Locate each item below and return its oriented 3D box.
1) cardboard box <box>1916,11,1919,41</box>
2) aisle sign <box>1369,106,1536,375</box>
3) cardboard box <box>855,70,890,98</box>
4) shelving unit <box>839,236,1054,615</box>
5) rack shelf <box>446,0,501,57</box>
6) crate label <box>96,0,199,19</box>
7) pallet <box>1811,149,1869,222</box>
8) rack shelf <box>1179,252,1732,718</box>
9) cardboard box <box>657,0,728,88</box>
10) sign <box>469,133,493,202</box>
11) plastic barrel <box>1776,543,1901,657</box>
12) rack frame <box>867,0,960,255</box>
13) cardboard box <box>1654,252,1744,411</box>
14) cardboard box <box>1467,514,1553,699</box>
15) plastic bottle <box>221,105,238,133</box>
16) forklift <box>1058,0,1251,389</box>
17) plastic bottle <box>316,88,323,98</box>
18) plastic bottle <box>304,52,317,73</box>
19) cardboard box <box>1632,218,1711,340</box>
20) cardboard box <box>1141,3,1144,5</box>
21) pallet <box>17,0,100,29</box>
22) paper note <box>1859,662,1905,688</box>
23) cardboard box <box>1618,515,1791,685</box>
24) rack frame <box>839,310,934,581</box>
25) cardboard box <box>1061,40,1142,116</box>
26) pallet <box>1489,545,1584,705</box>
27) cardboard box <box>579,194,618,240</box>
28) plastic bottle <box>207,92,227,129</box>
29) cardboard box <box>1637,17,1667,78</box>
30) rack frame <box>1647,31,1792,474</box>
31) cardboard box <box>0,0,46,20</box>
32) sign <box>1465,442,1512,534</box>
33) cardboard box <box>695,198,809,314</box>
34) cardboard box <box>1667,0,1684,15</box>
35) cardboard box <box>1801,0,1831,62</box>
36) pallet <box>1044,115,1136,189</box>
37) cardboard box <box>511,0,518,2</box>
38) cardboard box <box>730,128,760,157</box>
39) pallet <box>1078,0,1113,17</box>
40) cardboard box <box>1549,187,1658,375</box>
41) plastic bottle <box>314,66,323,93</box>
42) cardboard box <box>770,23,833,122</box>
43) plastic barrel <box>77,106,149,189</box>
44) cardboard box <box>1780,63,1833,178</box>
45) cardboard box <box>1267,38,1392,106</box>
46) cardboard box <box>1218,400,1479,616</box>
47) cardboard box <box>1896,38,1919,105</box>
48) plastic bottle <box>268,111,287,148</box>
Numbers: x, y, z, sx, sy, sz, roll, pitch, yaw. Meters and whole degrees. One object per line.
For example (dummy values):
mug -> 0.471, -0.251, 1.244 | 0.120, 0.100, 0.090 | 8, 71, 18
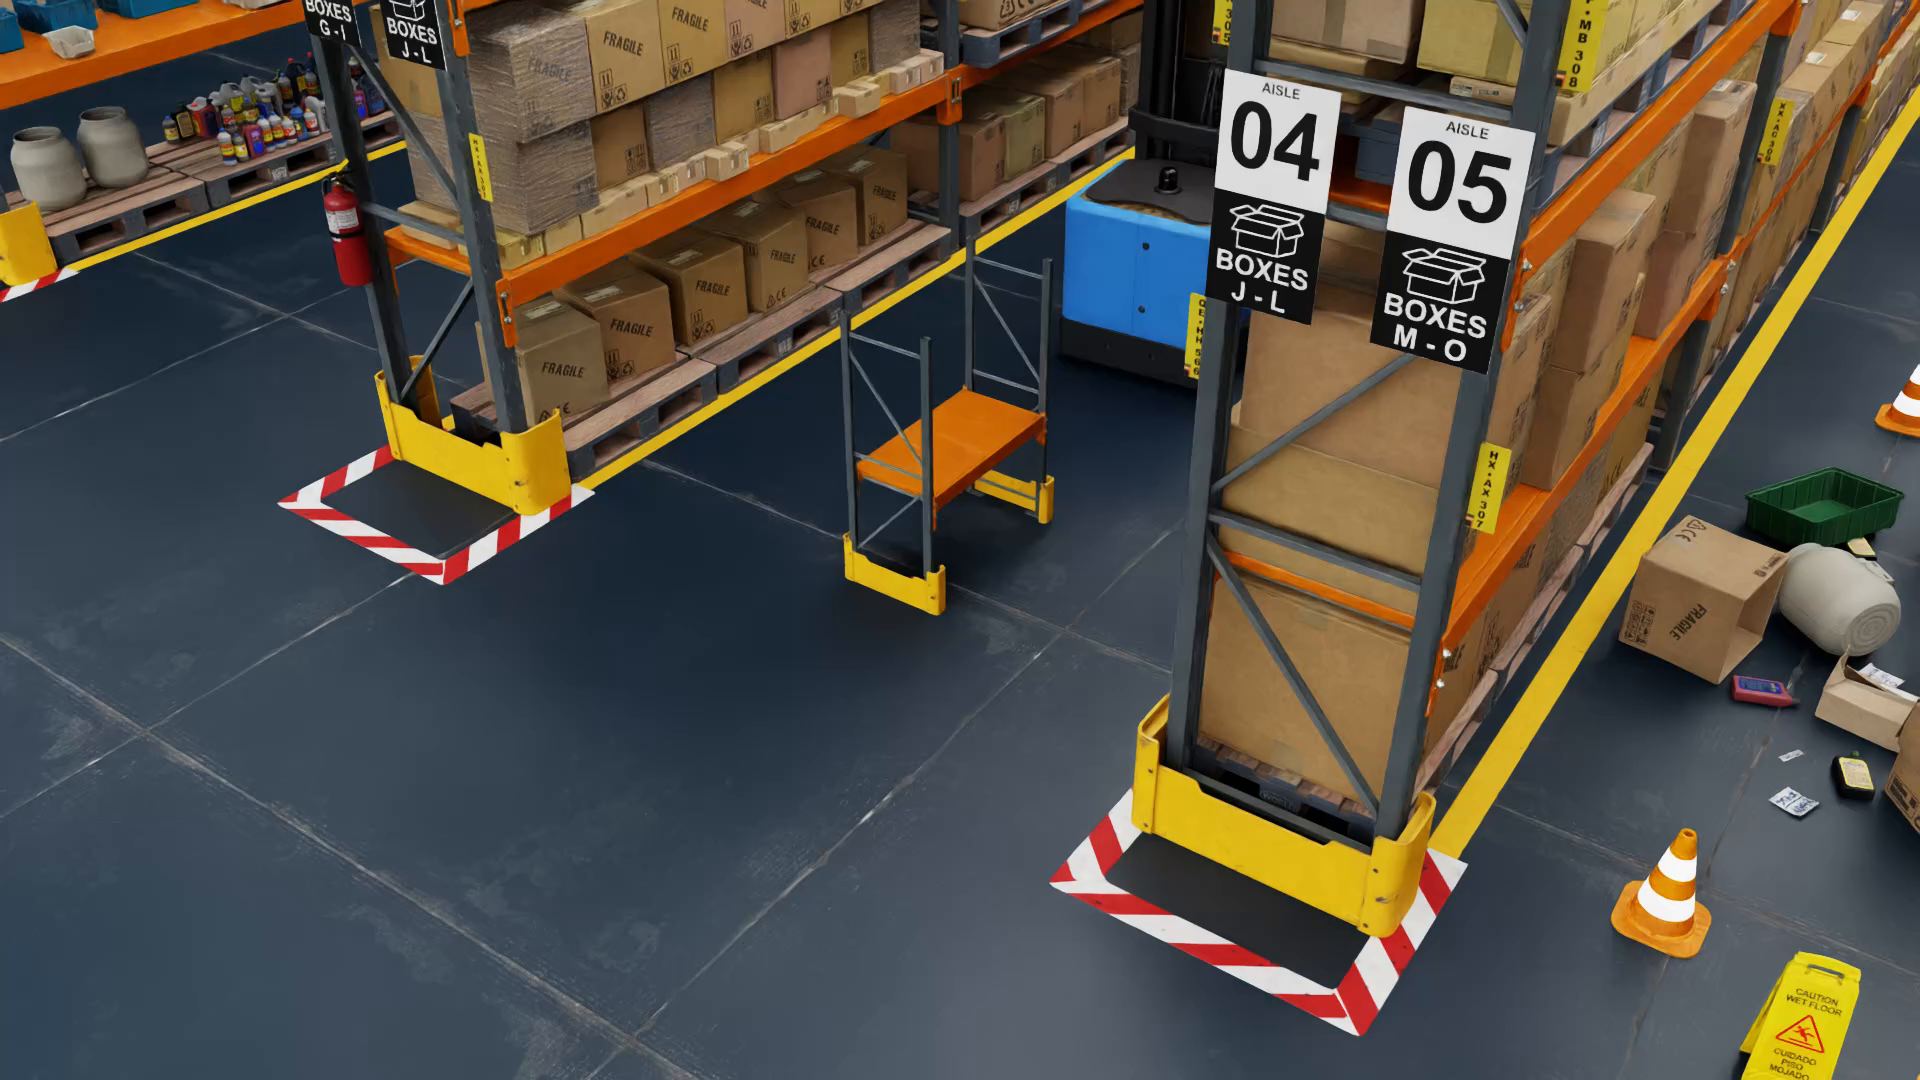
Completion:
cardboard box -> 7.608, -4.274, 13.579 | 0.500, 0.250, 0.500 | 23, 40, 30
aisle sign -> 1.493, -0.906, 5.092 | 0.394, 0.787, 0.004 | 21, 39, 28
cardboard box -> -0.673, -2.925, 10.622 | 0.380, 0.149, 0.250 | 21, 39, 28
shelving unit -> -0.043, -0.586, 8.278 | 0.587, 1.500, 1.083 | 21, 39, 28
rack shelf -> -1.590, -3.454, 9.144 | 1.077, 0.370, 4.000 | 21, 39, 28
crate label -> -5.972, -4.119, 12.131 | 0.502, 0.435, 0.616 | 21, 39, 28
pallet -> 6.295, -2.844, 12.767 | 1.003, 0.211, 1.213 | 21, 39, 28
rack shelf -> 2.427, -0.580, 7.573 | 1.077, 0.370, 4.000 | 21, 39, 28
cardboard box -> -1.618, -2.792, 8.954 | 0.500, 0.500, 0.500 | 21, 39, 28
sign -> -2.284, -1.774, 7.923 | 0.100, 0.325, 0.005 | 21, 39, 28
plastic barrel -> 4.181, 0.280, 7.957 | 0.421, 0.421, 0.512 | -9, 35, -13
rack frame -> -0.450, -3.430, 11.144 | 1.000, 3.000, 0.127 | 21, 39, 28
cardboard box -> 3.848, -1.355, 9.710 | 1.050, 0.750, 0.750 | 21, 39, 28
cardboard box -> 2.119, 0.009, 7.580 | 0.875, 0.875, 0.875 | 21, 39, 27
plastic bottle -> -5.754, -3.319, 13.085 | 0.097, 0.201, 0.097 | 0, 34, 0
forklift -> 1.798, -2.912, 10.440 | 1.130, 2.935, 3.031 | 18, 38, 25
plastic bottle -> -5.041, -3.464, 13.227 | 0.061, 0.283, 0.133 | 21, 39, 28
plastic bottle -> -5.320, -3.858, 13.749 | 0.144, 0.351, 0.185 | 22, 40, 29
cardboard box -> 3.072, -1.427, 8.049 | 0.875, 0.550, 0.550 | 21, 39, 28
cardboard box -> 1.474, -4.410, 13.763 | 0.500, 0.250, 0.500 | 23, 40, 30
pallet -> -9.074, -5.088, 16.085 | 1.003, 0.211, 1.213 | 21, 39, 28
paper note -> 4.296, 0.644, 7.778 | 0.155, 0.023, 0.172 | -22, 40, -29
cardboard box -> 3.525, 0.278, 7.891 | 0.500, 0.500, 0.500 | 29, 44, 36
rack frame -> -0.338, -0.348, 7.926 | 0.500, 1.500, 0.032 | 21, 39, 28
cardboard box -> 1.160, -3.843, 13.594 | 0.700, 0.500, 0.500 | 18, 38, 24
pallet -> 2.375, 0.245, 8.199 | 1.003, 0.211, 1.213 | 21, 39, 28
cardboard box -> -2.059, -1.759, 8.898 | 0.380, 0.149, 0.250 | 21, 39, 28
plastic bottle -> -5.867, -3.381, 13.111 | 0.152, 0.276, 0.135 | 20, 39, 27
cardboard box -> 2.178, -1.717, 5.693 | 0.380, 0.149, 0.250 | 22, 40, 29
rack frame -> 3.567, -1.799, 8.732 | 1.000, 3.000, 0.127 | 21, 39, 28
cardboard box -> -8.964, -5.120, 15.723 | 0.500, 0.250, 0.500 | 21, 39, 28
sign -> 1.739, -0.169, 5.479 | 0.100, 0.325, 0.005 | 21, 39, 28
cardboard box -> -1.320, -1.820, 10.620 | 0.500, 0.500, 0.500 | 18, 38, 24
cardboard box -> 2.348, -2.084, 5.880 | 0.500, 0.250, 0.500 | 21, 39, 28
cardboard box -> 4.715, -3.187, 9.803 | 0.700, 0.500, 0.500 | 21, 39, 28
pallet -> 0.688, -3.197, 13.289 | 1.003, 0.211, 1.213 | 21, 39, 28
cardboard box -> -2.339, -2.732, 8.864 | 0.500, 0.500, 0.500 | 21, 39, 28
cardboard box -> -1.403, -2.356, 9.781 | 0.380, 0.149, 0.250 | 21, 39, 28
pallet -> 0.736, -4.267, 12.553 | 1.003, 0.211, 1.213 | 21, 39, 28
cardboard box -> 2.199, -1.123, 6.635 | 0.875, 0.550, 0.550 | 21, 39, 28
plastic bottle -> -5.201, -3.812, 13.681 | 0.144, 0.351, 0.185 | 21, 39, 28
cardboard box -> -1.273, -2.926, 10.044 | 0.875, 0.500, 0.500 | 21, 39, 28
plastic barrel -> -6.201, -2.872, 12.165 | 0.421, 0.512, 0.421 | 0, 34, 0
cardboard box -> 4.663, -2.458, 9.618 | 0.500, 0.500, 0.500 | 21, 39, 28
cardboard box -> 1.198, -1.573, 5.481 | 0.380, 0.149, 0.250 | 21, 39, 28
cardboard box -> 1.461, -0.205, 6.242 | 0.875, 0.550, 0.550 | 21, 39, 28
cardboard box -> 7.621, -3.962, 13.787 | 0.500, 0.500, 0.500 | 20, 39, 27
plastic bottle -> -5.257, -3.161, 12.790 | 0.097, 0.271, 0.097 | 0, 34, 0
